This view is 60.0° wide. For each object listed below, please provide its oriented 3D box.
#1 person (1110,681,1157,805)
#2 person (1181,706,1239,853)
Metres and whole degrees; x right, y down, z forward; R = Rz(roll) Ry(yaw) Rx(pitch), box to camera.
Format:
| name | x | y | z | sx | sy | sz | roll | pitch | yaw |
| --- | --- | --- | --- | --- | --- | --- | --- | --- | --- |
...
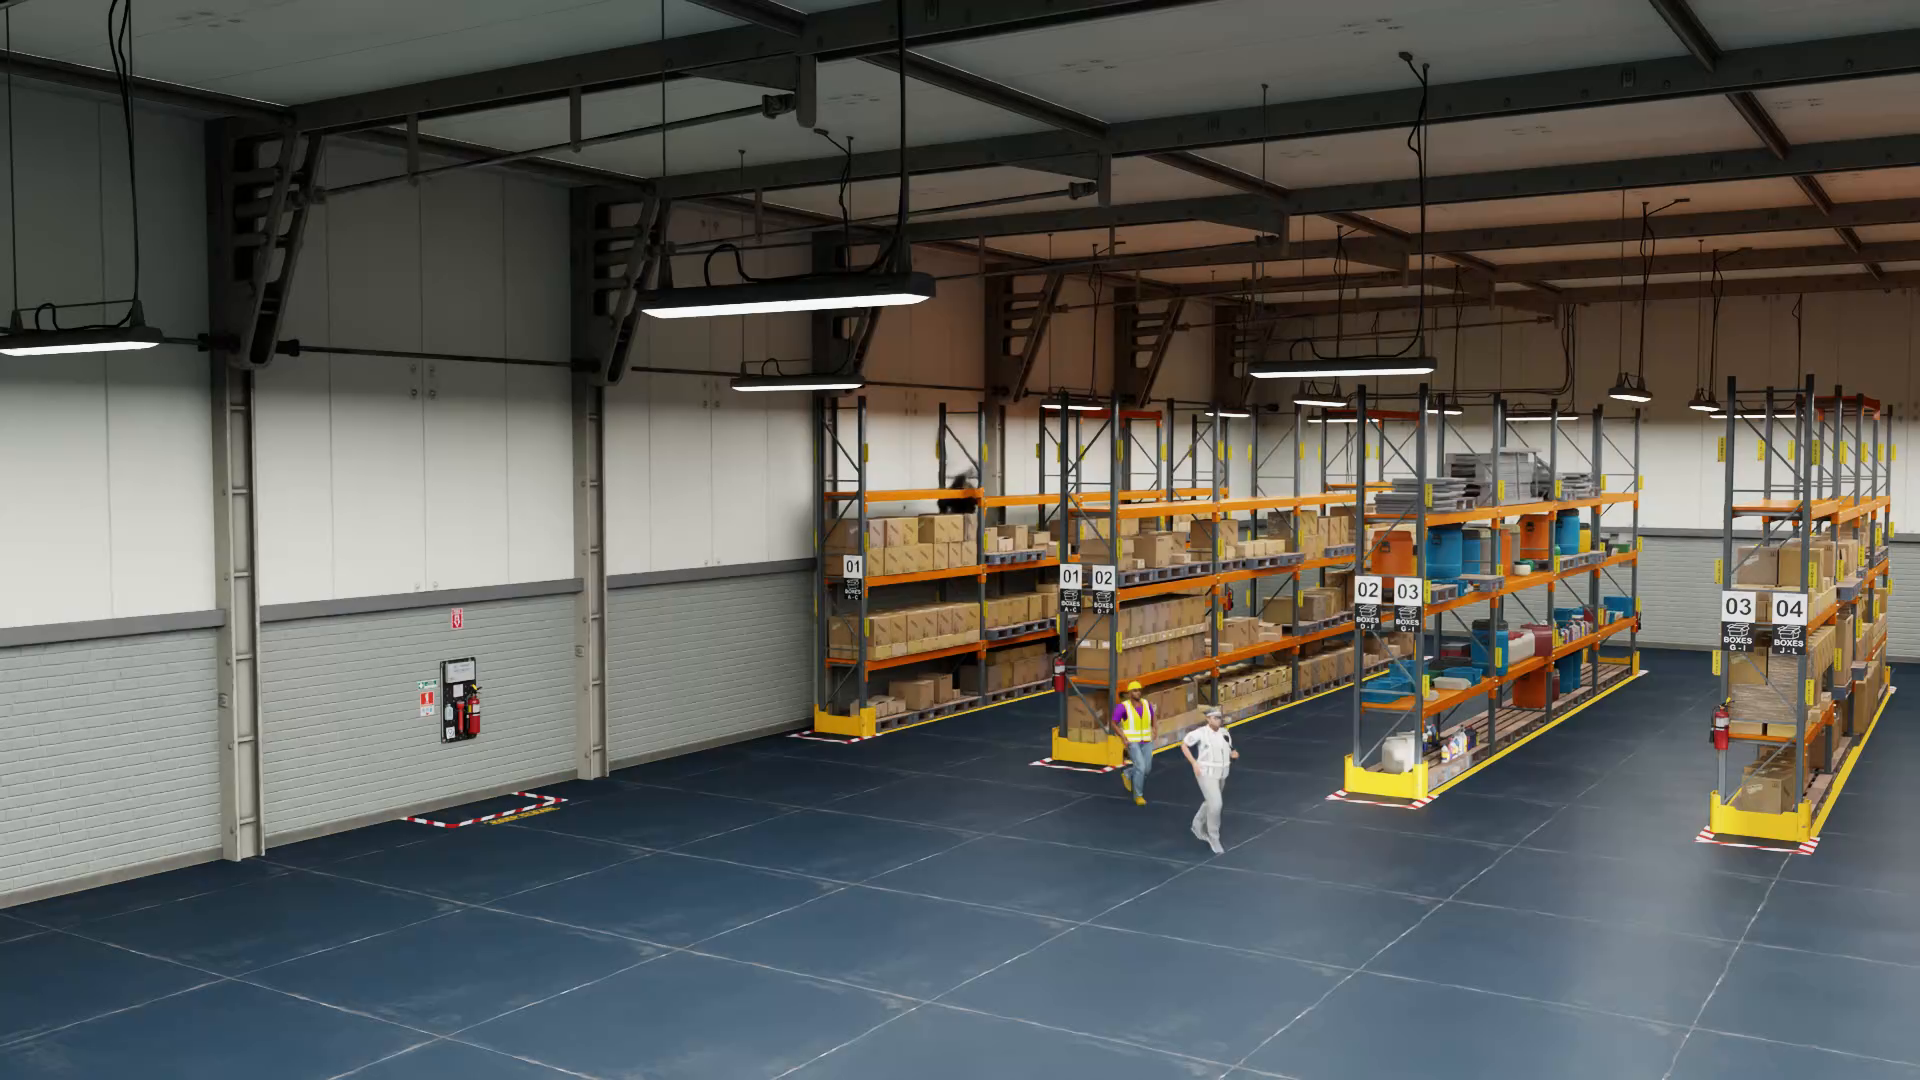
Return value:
| name | x | y | z | sx | sy | sz | roll | pitch | yaw |
| --- | --- | --- | --- | --- | --- | --- | --- | --- | --- |
| person | 2.514 | 2.890 | 23.865 | 0.693 | 1.744 | 0.669 | -1 | 3 | -24 |
| person | 3.204 | 3.022 | 21.100 | 0.642 | 1.850 | 0.786 | -2 | 4 | -36 |
